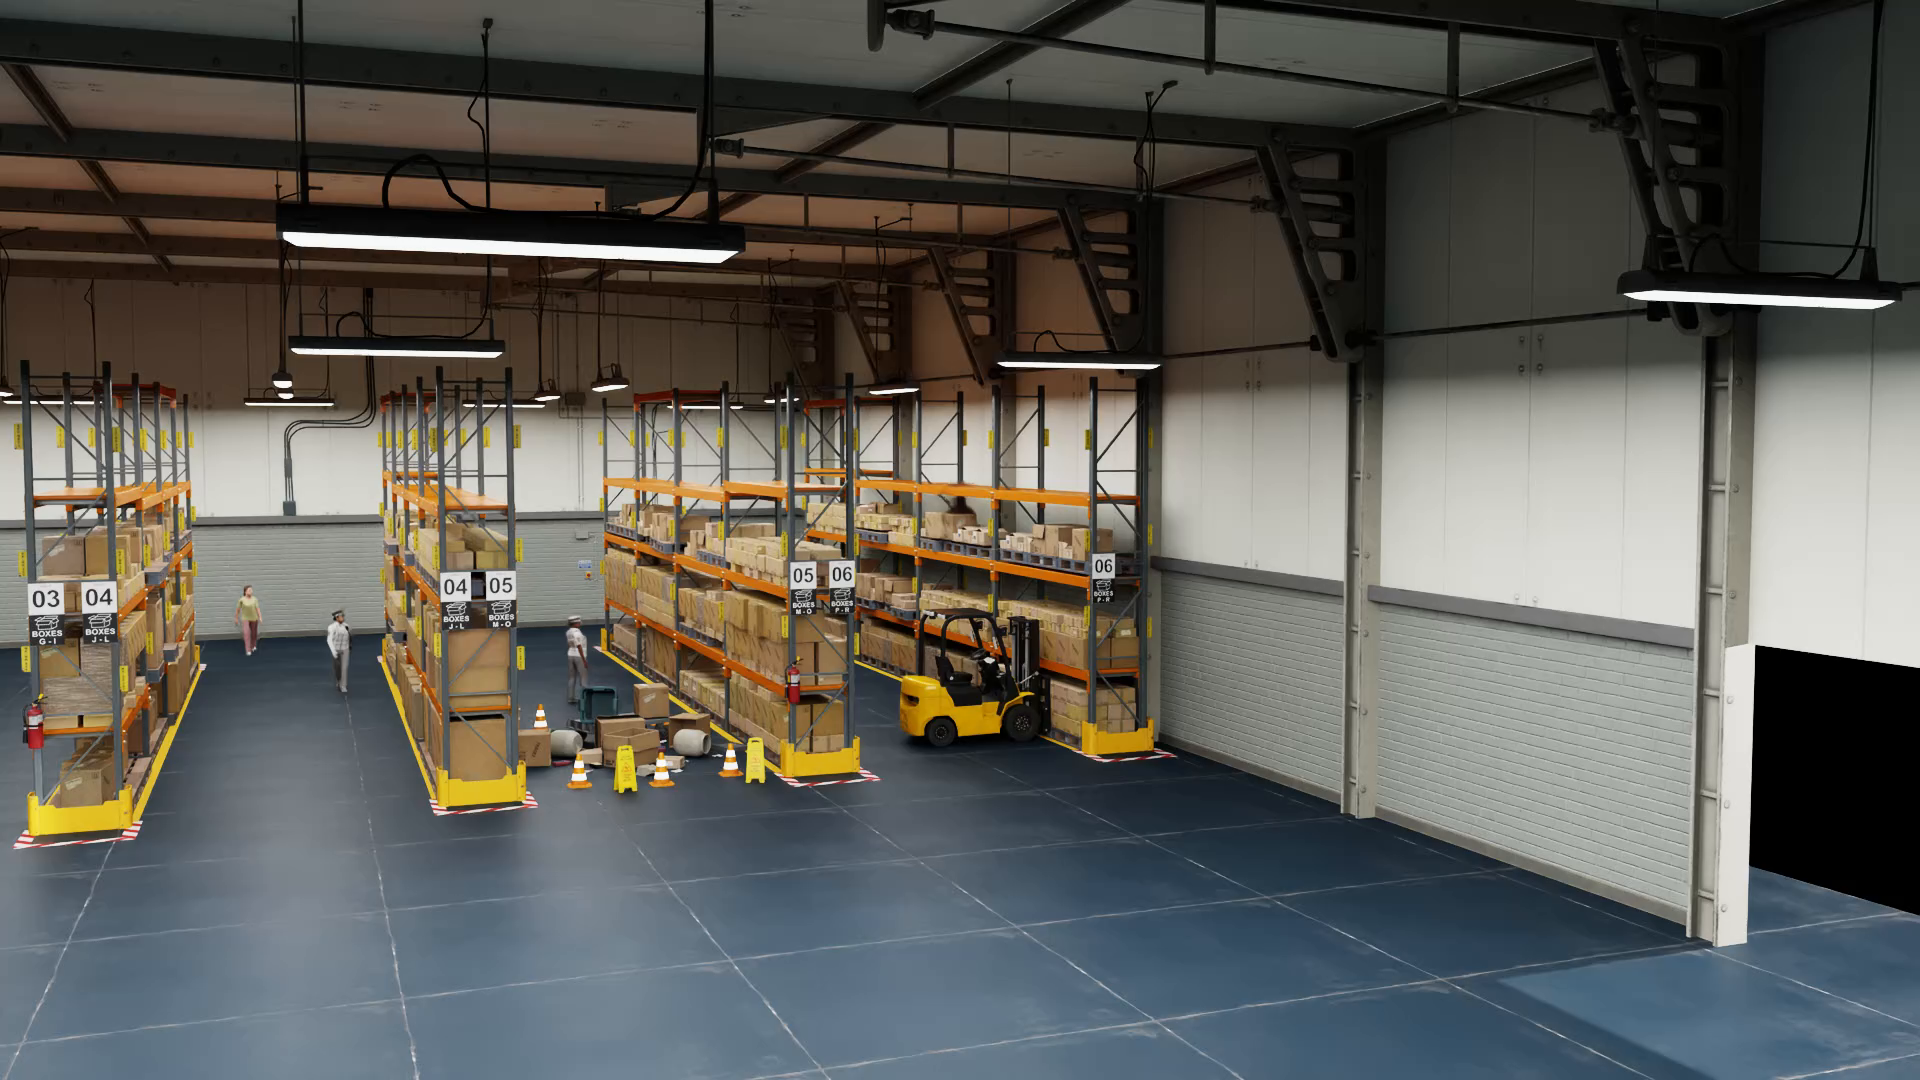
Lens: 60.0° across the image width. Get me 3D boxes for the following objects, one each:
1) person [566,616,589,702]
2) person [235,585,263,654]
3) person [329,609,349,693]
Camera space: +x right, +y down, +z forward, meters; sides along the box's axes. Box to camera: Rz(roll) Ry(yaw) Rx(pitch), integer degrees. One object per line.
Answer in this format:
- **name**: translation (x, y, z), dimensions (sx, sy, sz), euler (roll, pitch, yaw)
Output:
- **person**: translation (-7.238, 2.264, 31.599), dimensions (0.500, 1.666, 0.428), euler (2, 4, 36)
- **person**: translation (-16.589, 1.835, 38.771), dimensions (0.595, 1.567, 0.904), euler (-2, 4, -25)
- **person**: translation (-12.331, 2.190, 33.056), dimensions (0.384, 1.642, 0.962), euler (-1, 4, -16)
